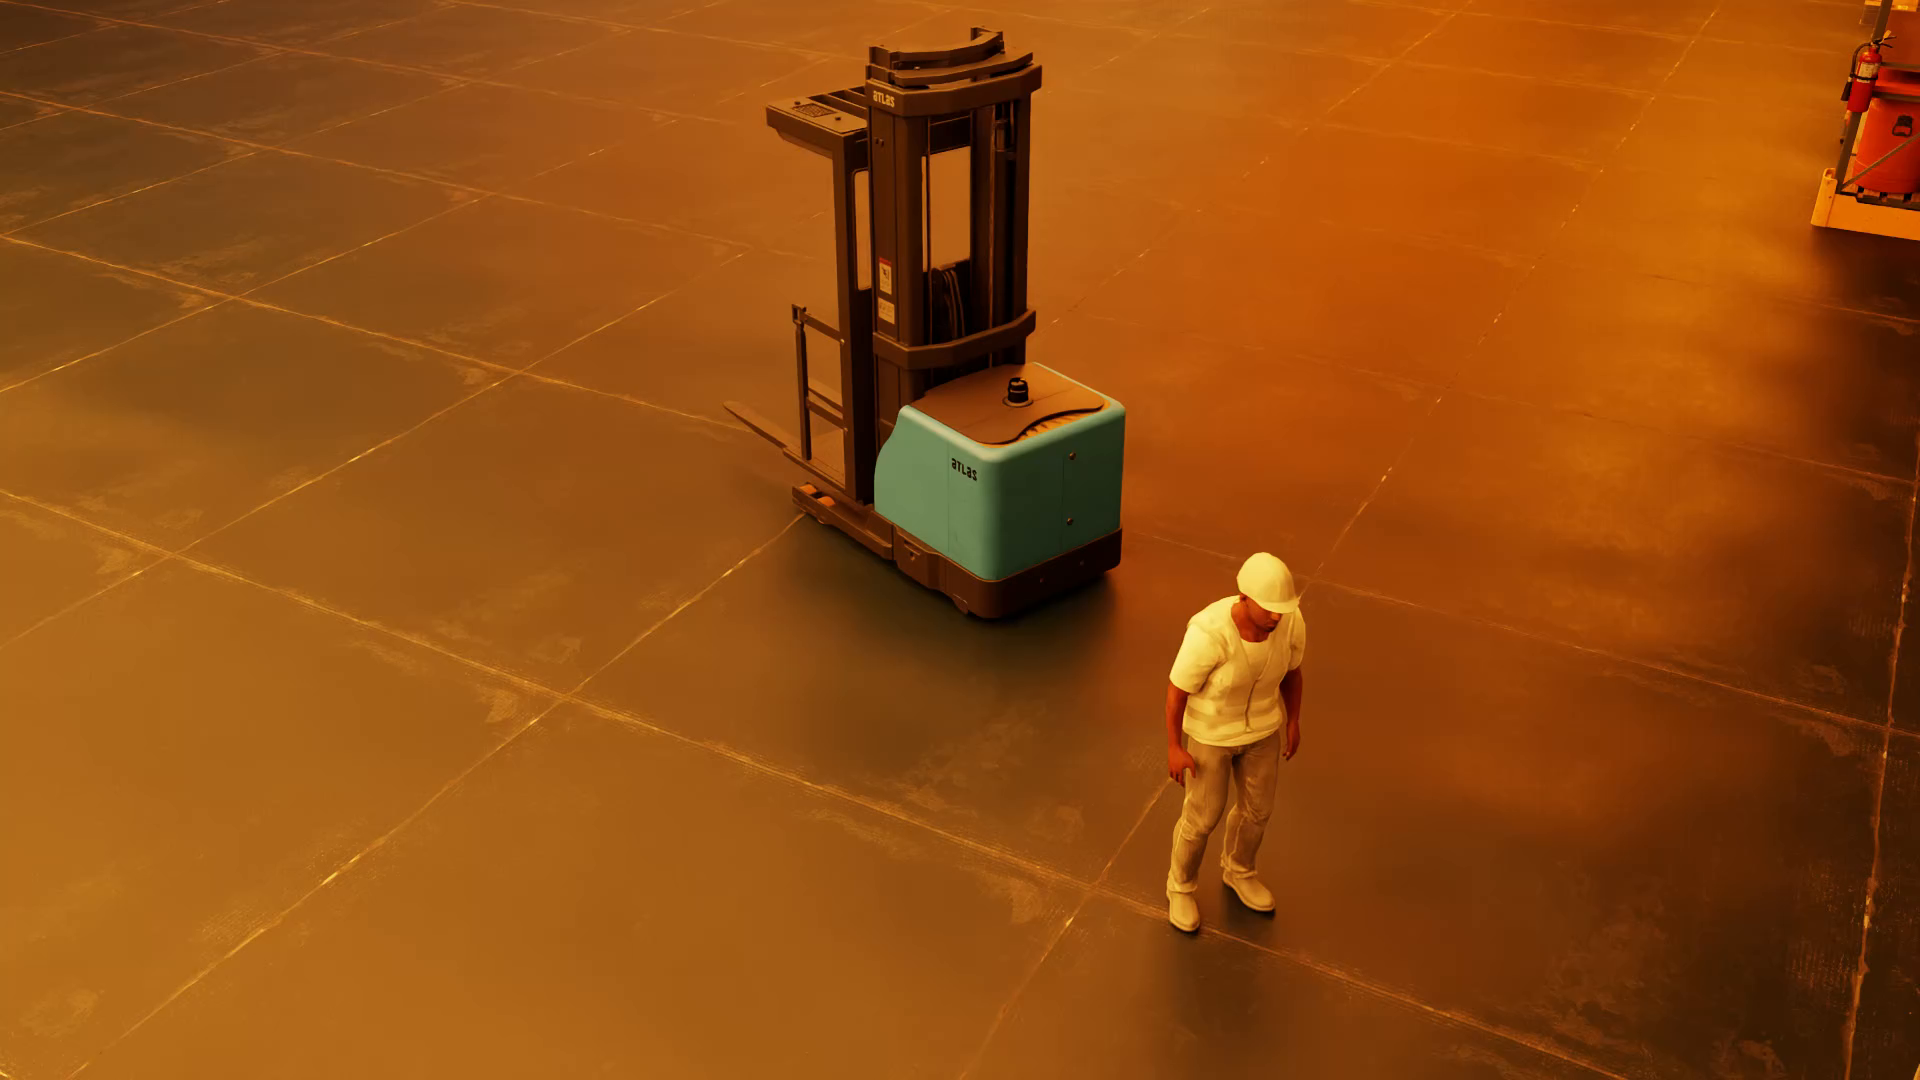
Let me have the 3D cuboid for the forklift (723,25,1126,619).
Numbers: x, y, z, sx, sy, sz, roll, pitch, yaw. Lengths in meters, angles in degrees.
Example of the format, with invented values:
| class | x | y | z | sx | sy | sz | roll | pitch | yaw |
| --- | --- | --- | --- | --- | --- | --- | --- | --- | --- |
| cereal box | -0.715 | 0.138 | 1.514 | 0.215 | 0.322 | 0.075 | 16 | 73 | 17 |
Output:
| class | x | y | z | sx | sy | sz | roll | pitch | yaw |
| --- | --- | --- | --- | --- | --- | --- | --- | --- | --- |
| forklift | -0.382 | -1.507 | 9.682 | 1.130 | 2.935 | 3.031 | -22 | 37 | -33 |

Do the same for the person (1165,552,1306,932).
| class | x | y | z | sx | sy | sz | roll | pitch | yaw |
| --- | --- | --- | --- | --- | --- | --- | --- | --- | --- |
| person | 1.140 | 0.804 | 6.854 | 0.626 | 1.759 | 0.462 | -11 | 32 | -18 |
